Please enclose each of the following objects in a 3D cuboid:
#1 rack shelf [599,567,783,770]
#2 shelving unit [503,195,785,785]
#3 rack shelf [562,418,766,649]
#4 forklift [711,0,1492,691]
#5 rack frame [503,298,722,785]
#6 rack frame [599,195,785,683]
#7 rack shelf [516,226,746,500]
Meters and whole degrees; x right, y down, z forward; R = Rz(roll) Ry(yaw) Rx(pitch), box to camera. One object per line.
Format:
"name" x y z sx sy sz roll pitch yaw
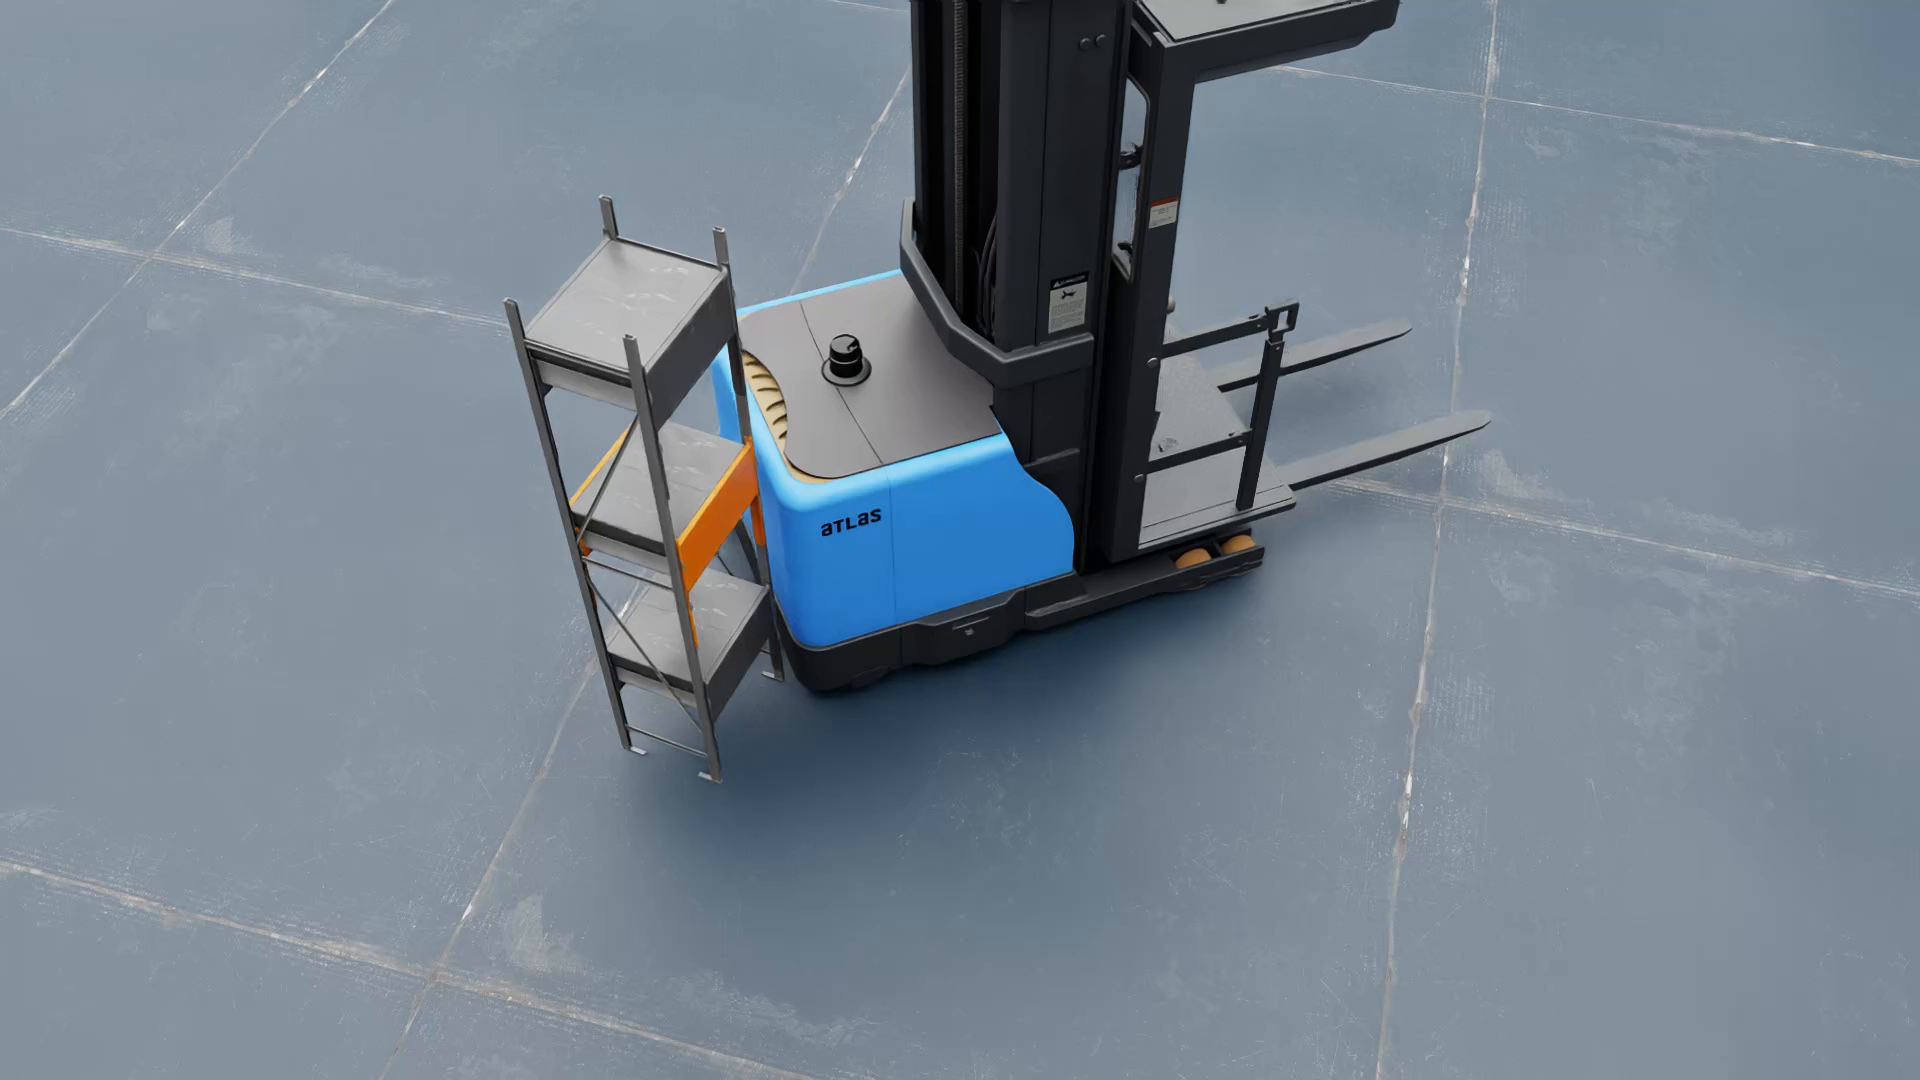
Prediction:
"rack shelf" -0.936 0.415 5.854 0.431 0.518 0.480 18 51 15
"shelving unit" -0.936 -0.058 5.319 0.431 2.100 0.503 18 51 15
"rack shelf" -0.936 -0.049 5.329 0.431 0.518 0.480 18 51 15
"forklift" 0.649 -1.129 5.711 3.031 2.935 1.130 -16 51 -14
"rack frame" -1.031 0.111 5.171 0.400 2.100 0.015 18 51 15
"rack frame" -0.841 -0.226 5.468 0.400 2.100 0.015 18 51 15
"rack shelf" -0.936 -0.512 4.805 0.431 0.518 0.480 18 51 15
